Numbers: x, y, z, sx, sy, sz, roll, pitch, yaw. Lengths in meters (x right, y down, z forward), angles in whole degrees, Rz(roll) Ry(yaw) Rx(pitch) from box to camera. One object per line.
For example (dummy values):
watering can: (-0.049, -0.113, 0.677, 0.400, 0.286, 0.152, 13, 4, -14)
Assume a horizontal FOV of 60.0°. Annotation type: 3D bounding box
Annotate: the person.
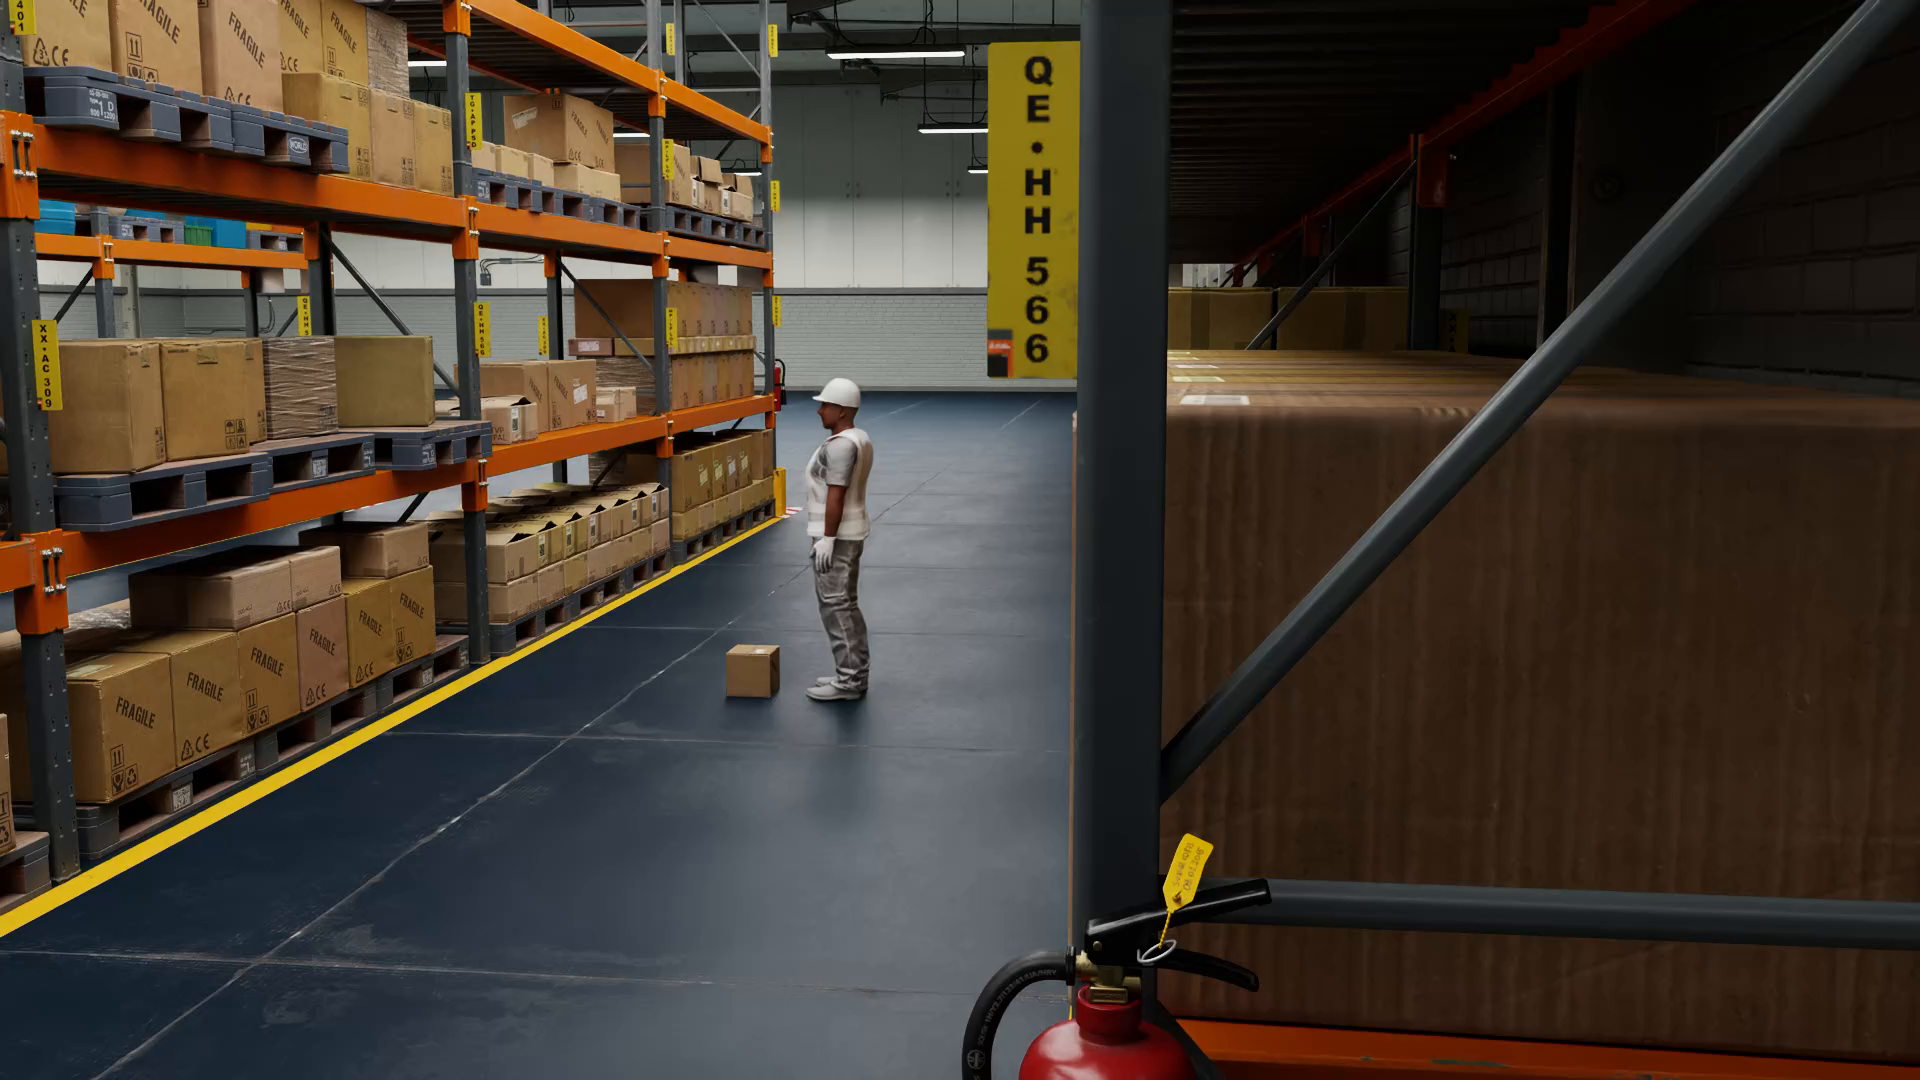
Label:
person: (-0.674, -0.007, 9.266, 0.352, 1.782, 0.544, 1, 8, 8)
